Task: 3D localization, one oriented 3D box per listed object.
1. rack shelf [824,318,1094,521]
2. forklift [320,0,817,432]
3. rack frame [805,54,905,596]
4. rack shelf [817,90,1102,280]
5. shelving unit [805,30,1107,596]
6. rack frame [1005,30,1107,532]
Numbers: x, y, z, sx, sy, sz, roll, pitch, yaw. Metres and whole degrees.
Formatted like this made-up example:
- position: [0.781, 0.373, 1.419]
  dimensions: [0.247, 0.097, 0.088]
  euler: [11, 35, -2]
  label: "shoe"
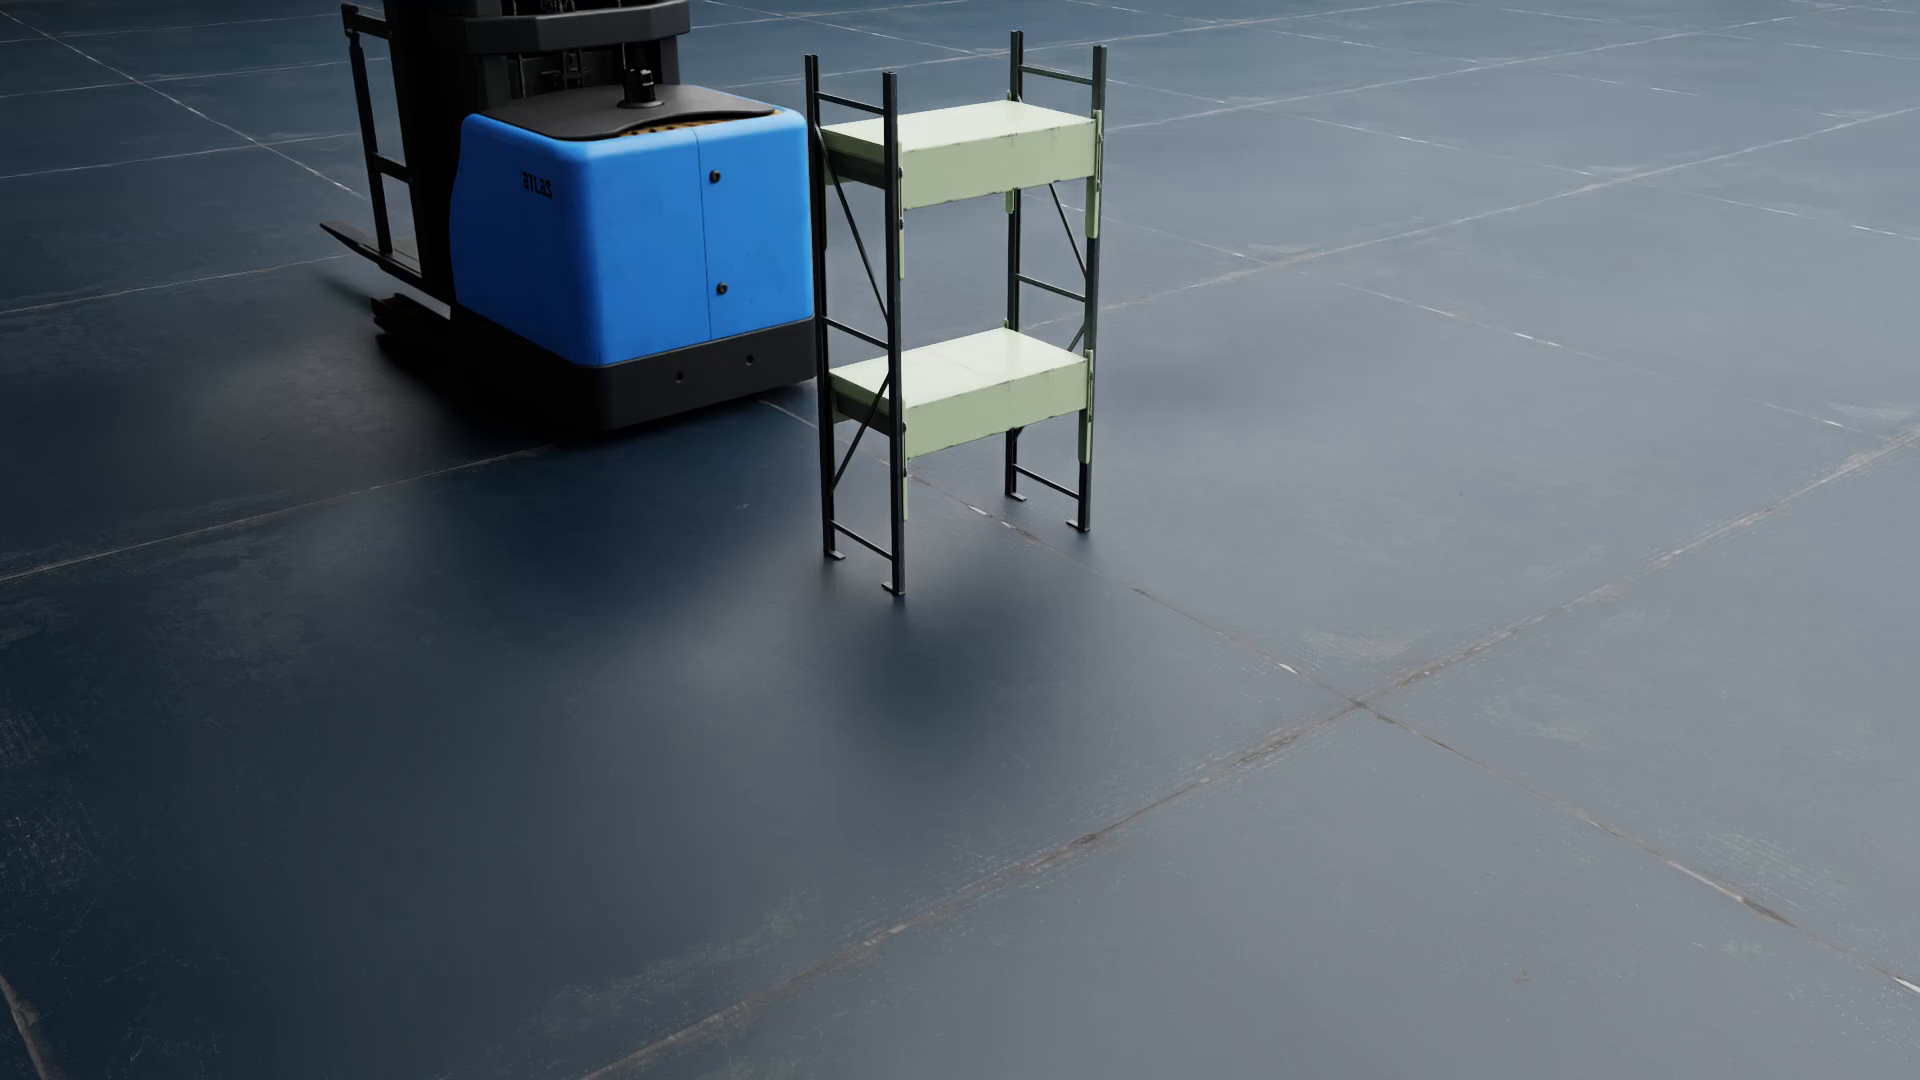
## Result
- position: [-0.005, -0.383, 5.068]
  dimensions: [0.720, 0.370, 0.431]
  euler: [-18, 31, -34]
  label: "rack shelf"
- position: [-1.868, -2.262, 6.642]
  dimensions: [1.130, 2.935, 3.031]
  euler: [-19, 31, -35]
  label: "forklift"
- position: [-0.293, -0.583, 4.726]
  dimensions: [0.023, 1.500, 0.400]
  euler: [-18, 31, -34]
  label: "rack frame"
- position: [-0.005, -1.033, 4.766]
  dimensions: [0.720, 0.370, 0.431]
  euler: [-18, 31, -34]
  label: "rack shelf"
- position: [-0.005, -0.679, 4.931]
  dimensions: [0.755, 1.500, 0.431]
  euler: [-18, 31, -34]
  label: "shelving unit"
- position: [0.283, -0.774, 5.135]
  dimensions: [0.023, 1.500, 0.400]
  euler: [-18, 31, -34]
  label: "rack frame"
